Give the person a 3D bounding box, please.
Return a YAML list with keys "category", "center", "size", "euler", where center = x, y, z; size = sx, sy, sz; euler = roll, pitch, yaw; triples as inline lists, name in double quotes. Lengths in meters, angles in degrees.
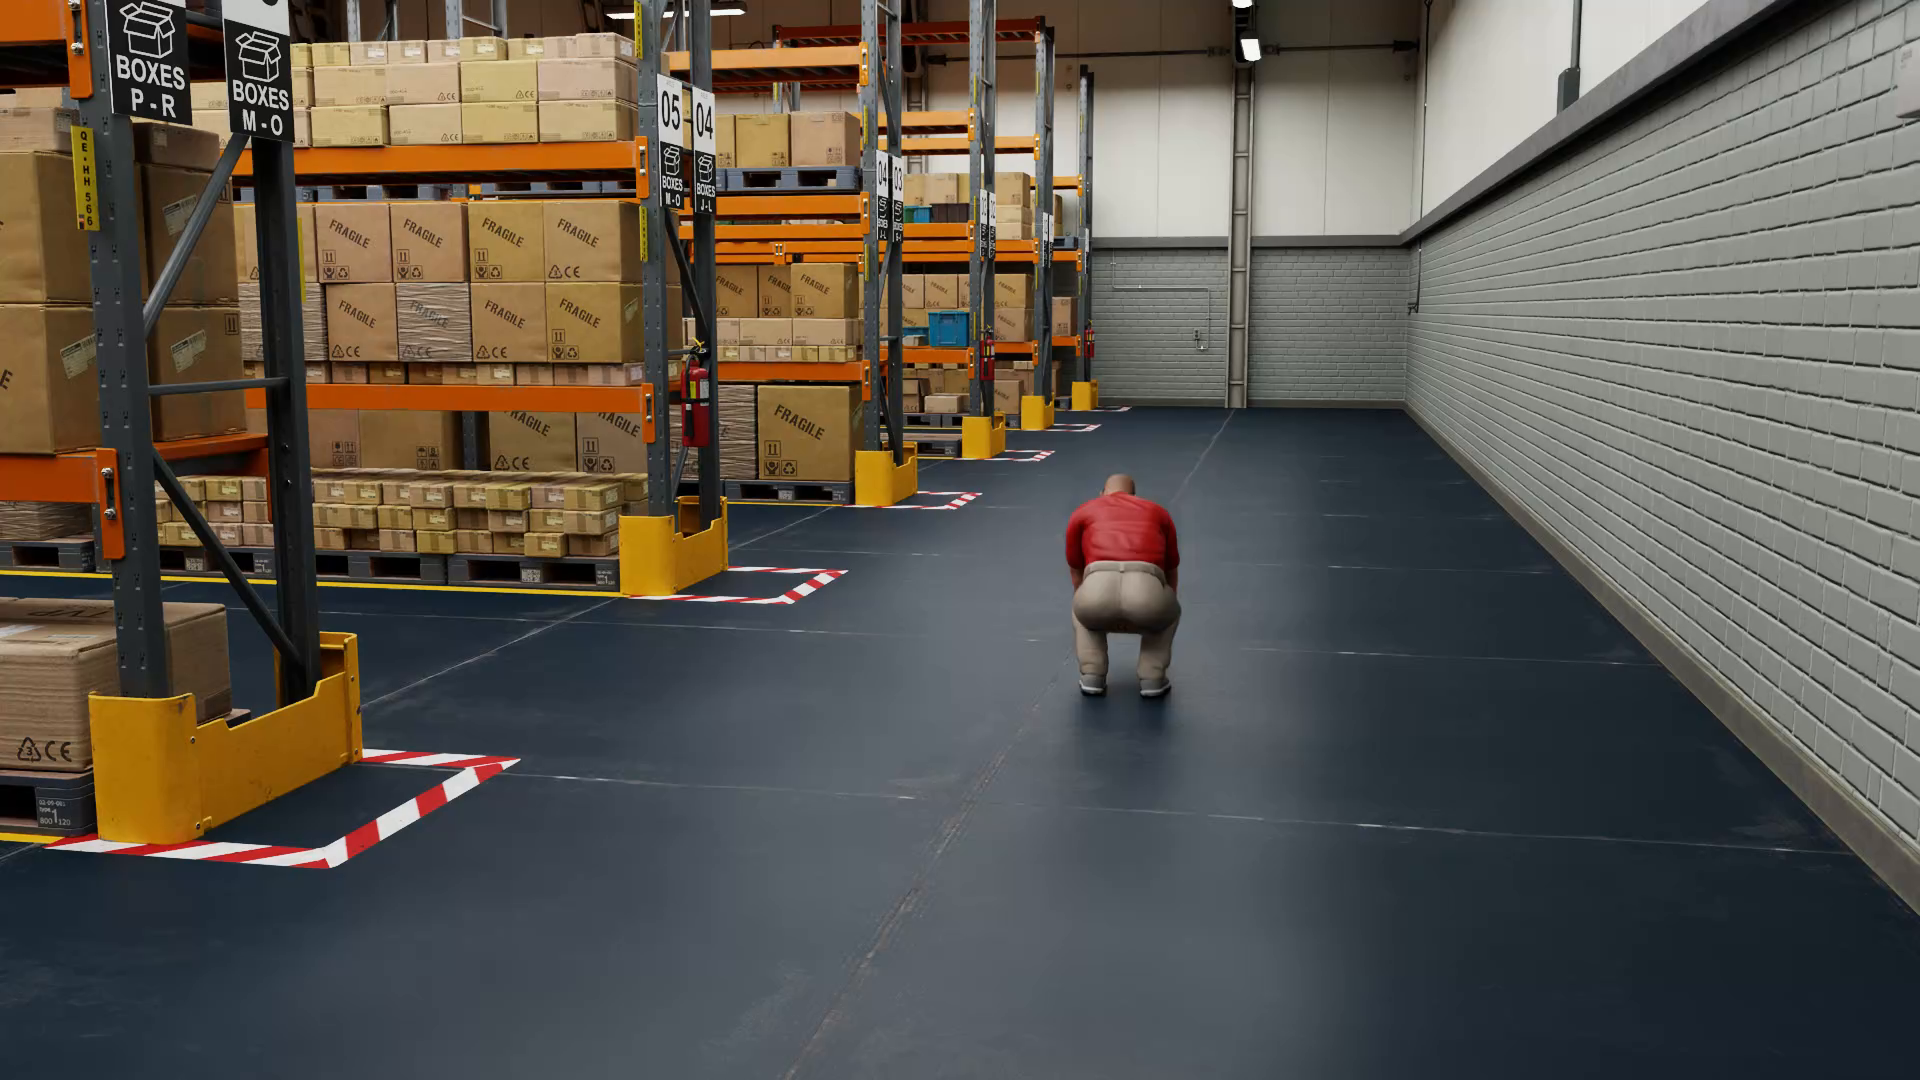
- category: "person"
  center: [0.772, 0.203, 7.944]
  size: [0.569, 0.990, 0.848]
  euler: [2, 8, 11]
